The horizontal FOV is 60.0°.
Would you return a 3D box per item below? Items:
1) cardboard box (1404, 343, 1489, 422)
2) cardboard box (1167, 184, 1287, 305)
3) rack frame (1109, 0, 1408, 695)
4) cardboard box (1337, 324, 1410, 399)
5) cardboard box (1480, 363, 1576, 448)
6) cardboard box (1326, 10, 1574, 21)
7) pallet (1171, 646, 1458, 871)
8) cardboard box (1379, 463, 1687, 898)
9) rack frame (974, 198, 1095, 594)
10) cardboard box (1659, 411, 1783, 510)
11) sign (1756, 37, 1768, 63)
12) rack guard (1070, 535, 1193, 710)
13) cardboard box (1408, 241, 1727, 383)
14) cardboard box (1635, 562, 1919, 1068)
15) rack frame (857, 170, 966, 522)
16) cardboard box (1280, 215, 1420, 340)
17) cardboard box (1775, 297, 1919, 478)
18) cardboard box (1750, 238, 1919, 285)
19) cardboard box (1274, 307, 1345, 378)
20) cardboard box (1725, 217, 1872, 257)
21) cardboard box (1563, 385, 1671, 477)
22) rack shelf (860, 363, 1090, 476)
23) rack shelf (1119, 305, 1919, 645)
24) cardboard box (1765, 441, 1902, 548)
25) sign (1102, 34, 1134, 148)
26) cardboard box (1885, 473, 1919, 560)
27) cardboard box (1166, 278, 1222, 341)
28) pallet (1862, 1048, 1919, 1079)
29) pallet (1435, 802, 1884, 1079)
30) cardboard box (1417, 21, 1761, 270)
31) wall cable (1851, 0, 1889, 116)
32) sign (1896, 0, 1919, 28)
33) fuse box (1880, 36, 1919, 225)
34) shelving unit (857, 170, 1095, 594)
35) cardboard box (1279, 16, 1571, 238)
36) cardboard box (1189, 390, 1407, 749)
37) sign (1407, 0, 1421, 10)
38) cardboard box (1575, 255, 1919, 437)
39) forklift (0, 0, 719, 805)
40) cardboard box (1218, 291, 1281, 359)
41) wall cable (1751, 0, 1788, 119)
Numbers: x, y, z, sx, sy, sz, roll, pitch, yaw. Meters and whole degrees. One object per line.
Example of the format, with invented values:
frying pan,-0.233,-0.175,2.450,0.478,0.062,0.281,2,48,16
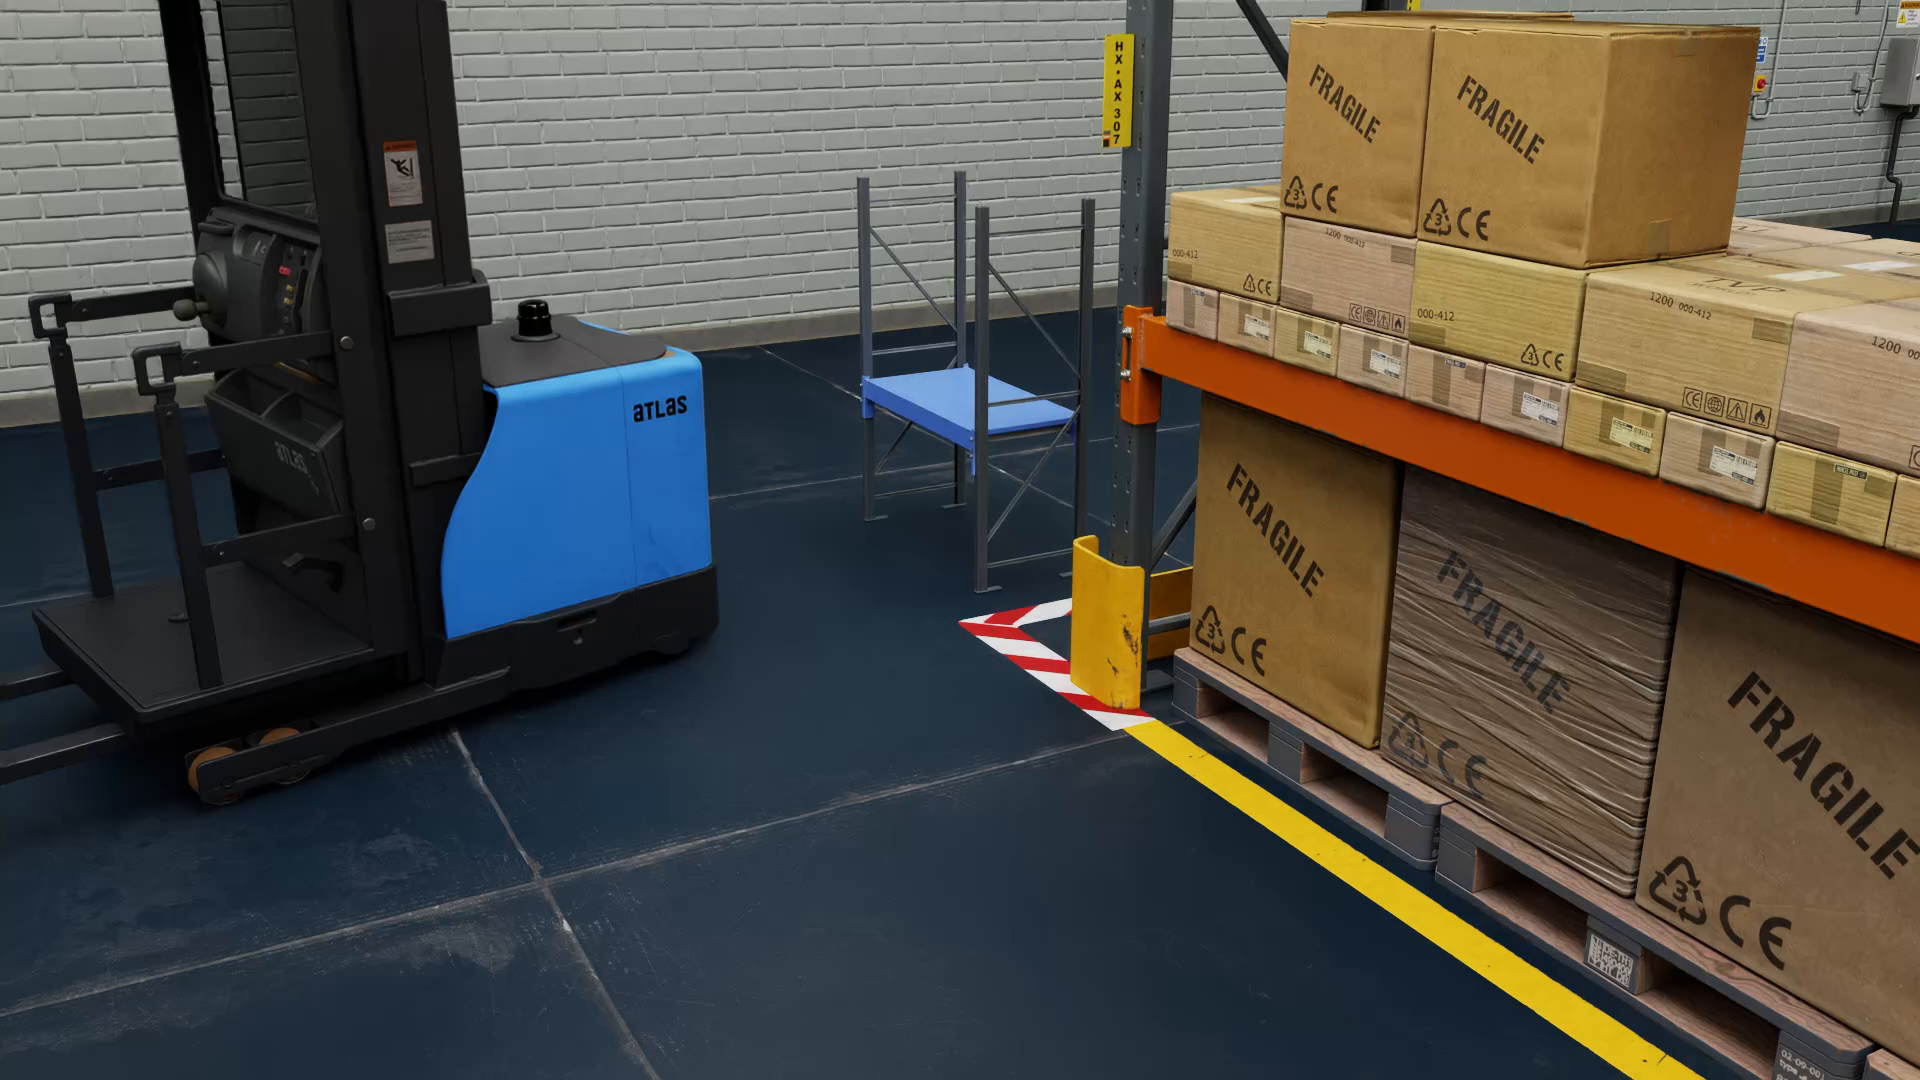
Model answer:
cardboard box,1.332,-0.413,4.116,0.380,0.149,0.250,-10,22,-28
cardboard box,0.954,-0.870,4.828,0.500,0.250,0.500,-11,22,-28
rack frame,0.964,-0.980,5.373,1.000,3.000,0.127,-10,21,-27
cardboard box,1.212,-0.487,4.328,0.380,0.149,0.250,-10,22,-27
cardboard box,1.455,-0.339,3.902,0.380,0.149,0.250,-10,22,-27
cardboard box,1.427,-1.305,4.939,0.500,0.500,0.500,-10,21,-26
pallet,1.413,0.556,5.197,1.003,0.211,1.213,-10,21,-27
cardboard box,1.771,0.259,4.397,0.875,0.875,0.875,-10,21,-27
rack frame,0.282,-0.539,6.393,0.500,1.500,0.032,-10,21,-27
cardboard box,1.700,-0.192,3.474,0.380,0.149,0.250,-10,21,-26
sign,6.916,-4.268,14.487,0.327,0.218,0.001,-10,21,-27
rack guard,0.953,0.195,5.800,1.175,0.500,0.348,-10,21,-27
cardboard box,1.442,-0.577,3.979,0.500,0.250,0.500,-11,22,-28
cardboard box,2.193,0.514,3.657,0.875,0.875,0.875,-10,21,-27
rack frame,-0.201,-0.830,7.239,0.500,1.500,0.032,-10,21,-27
cardboard box,1.207,-0.722,4.399,0.500,0.250,0.500,-10,22,-27
cardboard box,1.932,-0.282,3.124,0.500,0.250,0.500,-10,21,-26
cardboard box,2.161,-0.511,3.787,0.500,0.250,0.500,-10,21,-27
cardboard box,1.087,-0.561,4.544,0.380,0.149,0.250,-11,22,-28
cardboard box,1.910,-0.660,4.219,0.500,0.250,0.500,-11,22,-28
cardboard box,1.574,-0.267,3.691,0.380,0.149,0.250,-11,22,-28
rack shelf,0.041,-0.514,6.874,0.538,0.185,1.000,-10,21,-27
rack shelf,1.914,-0.066,3.826,1.077,0.370,4.000,-10,21,-27
cardboard box,1.820,-0.119,3.261,0.380,0.149,0.250,-10,22,-28
sign,0.473,-1.342,4.974,0.100,0.325,0.005,-10,21,-27
cardboard box,1.941,-0.045,3.048,0.380,0.149,0.250,-10,21,-26
cardboard box,0.842,-0.708,4.970,0.380,0.149,0.250,-10,21,-26
pallet,2.571,1.256,3.167,1.003,0.211,1.213,-10,21,-27
pallet,1.988,0.906,4.184,1.003,0.211,1.213,-10,21,-27
cardboard box,1.443,-0.933,3.861,0.500,0.500,0.500,-11,22,-28
wall cable,8.230,-4.833,14.982,0.588,1.984,0.122,-10,21,-27
sign,8.758,-4.855,15.336,0.339,0.242,0.001,-10,21,-27
fuse box,8.905,-3.804,15.533,0.539,1.711,0.414,-10,21,-27
shelving unit,0.041,-0.684,6.816,0.538,1.500,1.048,-10,21,-27
cardboard box,1.192,-1.081,4.290,0.500,0.500,0.500,-11,22,-28
cardboard box,1.338,-0.003,5.154,0.875,0.875,0.875,-10,21,-27
sign,1.448,-1.719,5.377,0.100,0.325,0.005,-10,21,-27
cardboard box,1.695,-0.428,3.547,0.500,0.250,0.500,-10,22,-28
forklift,-2.300,-0.800,4.955,3.031,2.935,1.130,-17,25,-40
cardboard box,0.965,-0.635,4.757,0.380,0.149,0.250,-10,22,-27
wall cable,6.987,-4.625,14.331,0.585,1.953,0.123,-10,21,-27
